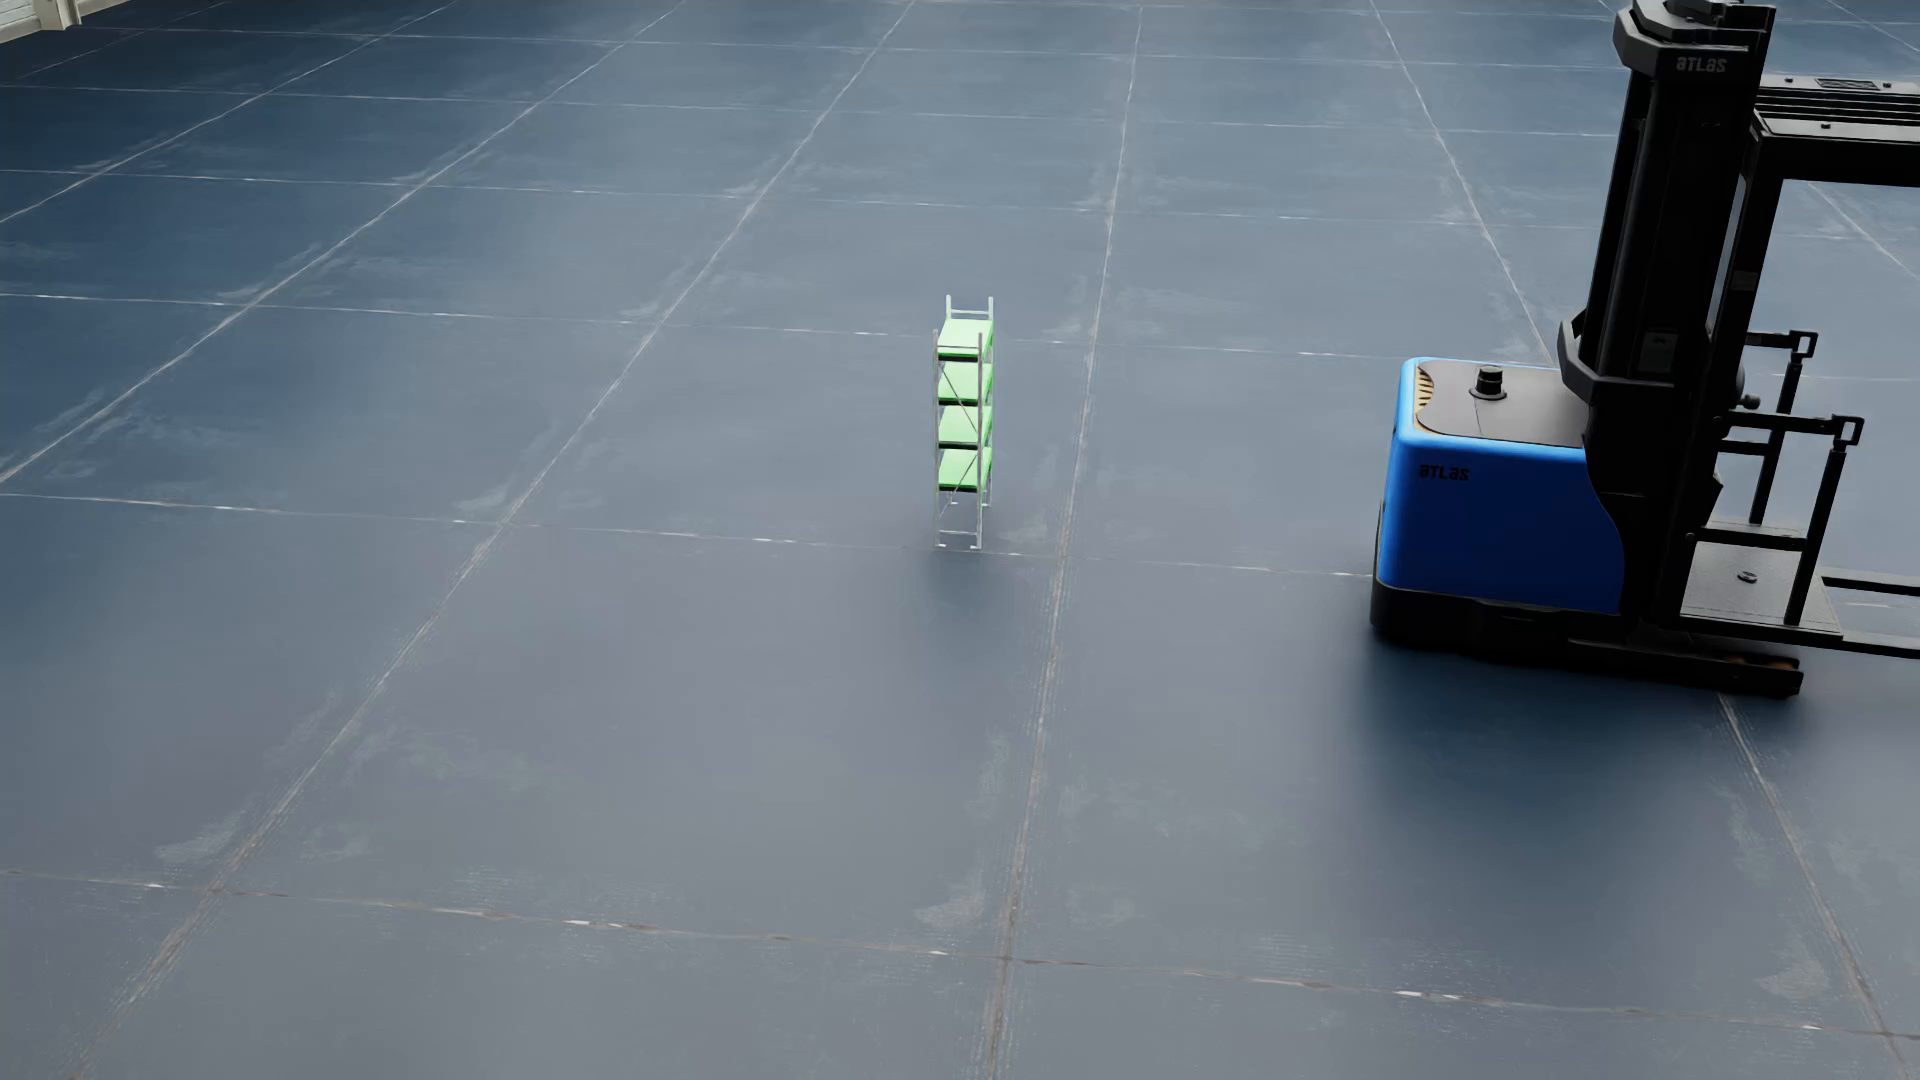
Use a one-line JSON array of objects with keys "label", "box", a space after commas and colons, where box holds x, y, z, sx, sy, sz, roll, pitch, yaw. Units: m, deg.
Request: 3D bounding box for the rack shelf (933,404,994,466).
[{"label": "rack shelf", "box": [0.020, -0.550, 8.640, 0.258, 0.148, 0.480, 3, 28, 6]}]

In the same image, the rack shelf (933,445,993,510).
[{"label": "rack shelf", "box": [0.020, -0.339, 8.754, 0.258, 0.148, 0.480, 3, 28, 6]}]

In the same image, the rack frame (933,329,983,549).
[{"label": "rack frame", "box": [-0.010, -0.491, 8.397, 0.240, 1.200, 0.015, 3, 28, 6]}]

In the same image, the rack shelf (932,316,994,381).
[{"label": "rack shelf", "box": [0.020, -0.972, 8.413, 0.258, 0.148, 0.480, 3, 28, 6]}]

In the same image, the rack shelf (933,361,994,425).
[{"label": "rack shelf", "box": [0.020, -0.761, 8.527, 0.258, 0.148, 0.480, 3, 28, 6]}]

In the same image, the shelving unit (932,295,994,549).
[{"label": "shelving unit", "box": [0.020, -0.606, 8.610, 0.258, 1.200, 0.503, 3, 28, 6]}]

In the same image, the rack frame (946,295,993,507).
[{"label": "rack frame", "box": [0.050, -0.721, 8.823, 0.240, 1.200, 0.015, 3, 28, 6]}]

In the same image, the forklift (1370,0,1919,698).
[{"label": "forklift", "box": [3.517, -0.863, 7.262, 3.031, 2.935, 1.130, 7, 29, 13]}]

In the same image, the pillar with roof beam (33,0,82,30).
[{"label": "pillar with roof beam", "box": [-6.805, -10.037, 17.893, 9.100, 9.000, 0.400, 3, 28, 6]}]
